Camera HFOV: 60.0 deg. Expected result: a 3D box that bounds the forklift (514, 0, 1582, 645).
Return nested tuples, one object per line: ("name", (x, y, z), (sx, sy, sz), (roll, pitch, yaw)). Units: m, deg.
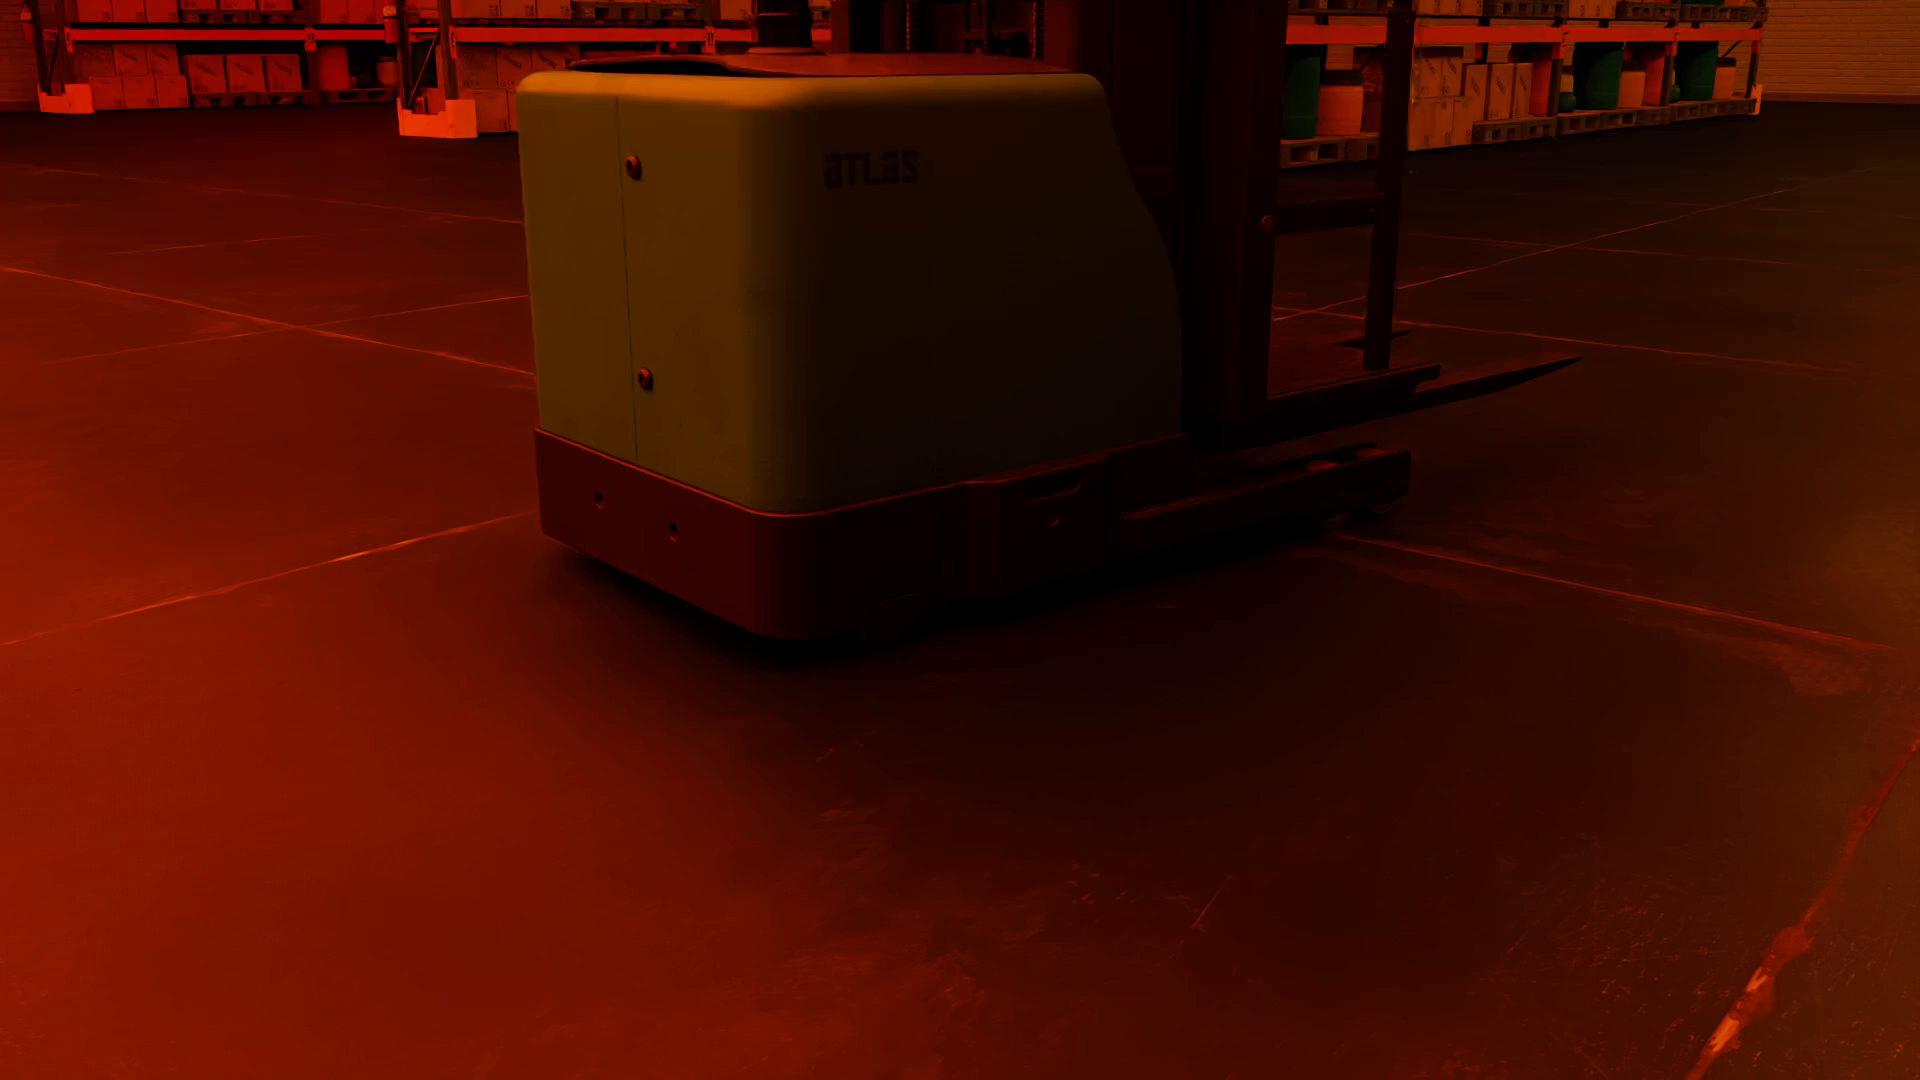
("forklift", (0.498, -1.535, 3.953), (3.031, 2.935, 1.130), (-14, 22, -38))
